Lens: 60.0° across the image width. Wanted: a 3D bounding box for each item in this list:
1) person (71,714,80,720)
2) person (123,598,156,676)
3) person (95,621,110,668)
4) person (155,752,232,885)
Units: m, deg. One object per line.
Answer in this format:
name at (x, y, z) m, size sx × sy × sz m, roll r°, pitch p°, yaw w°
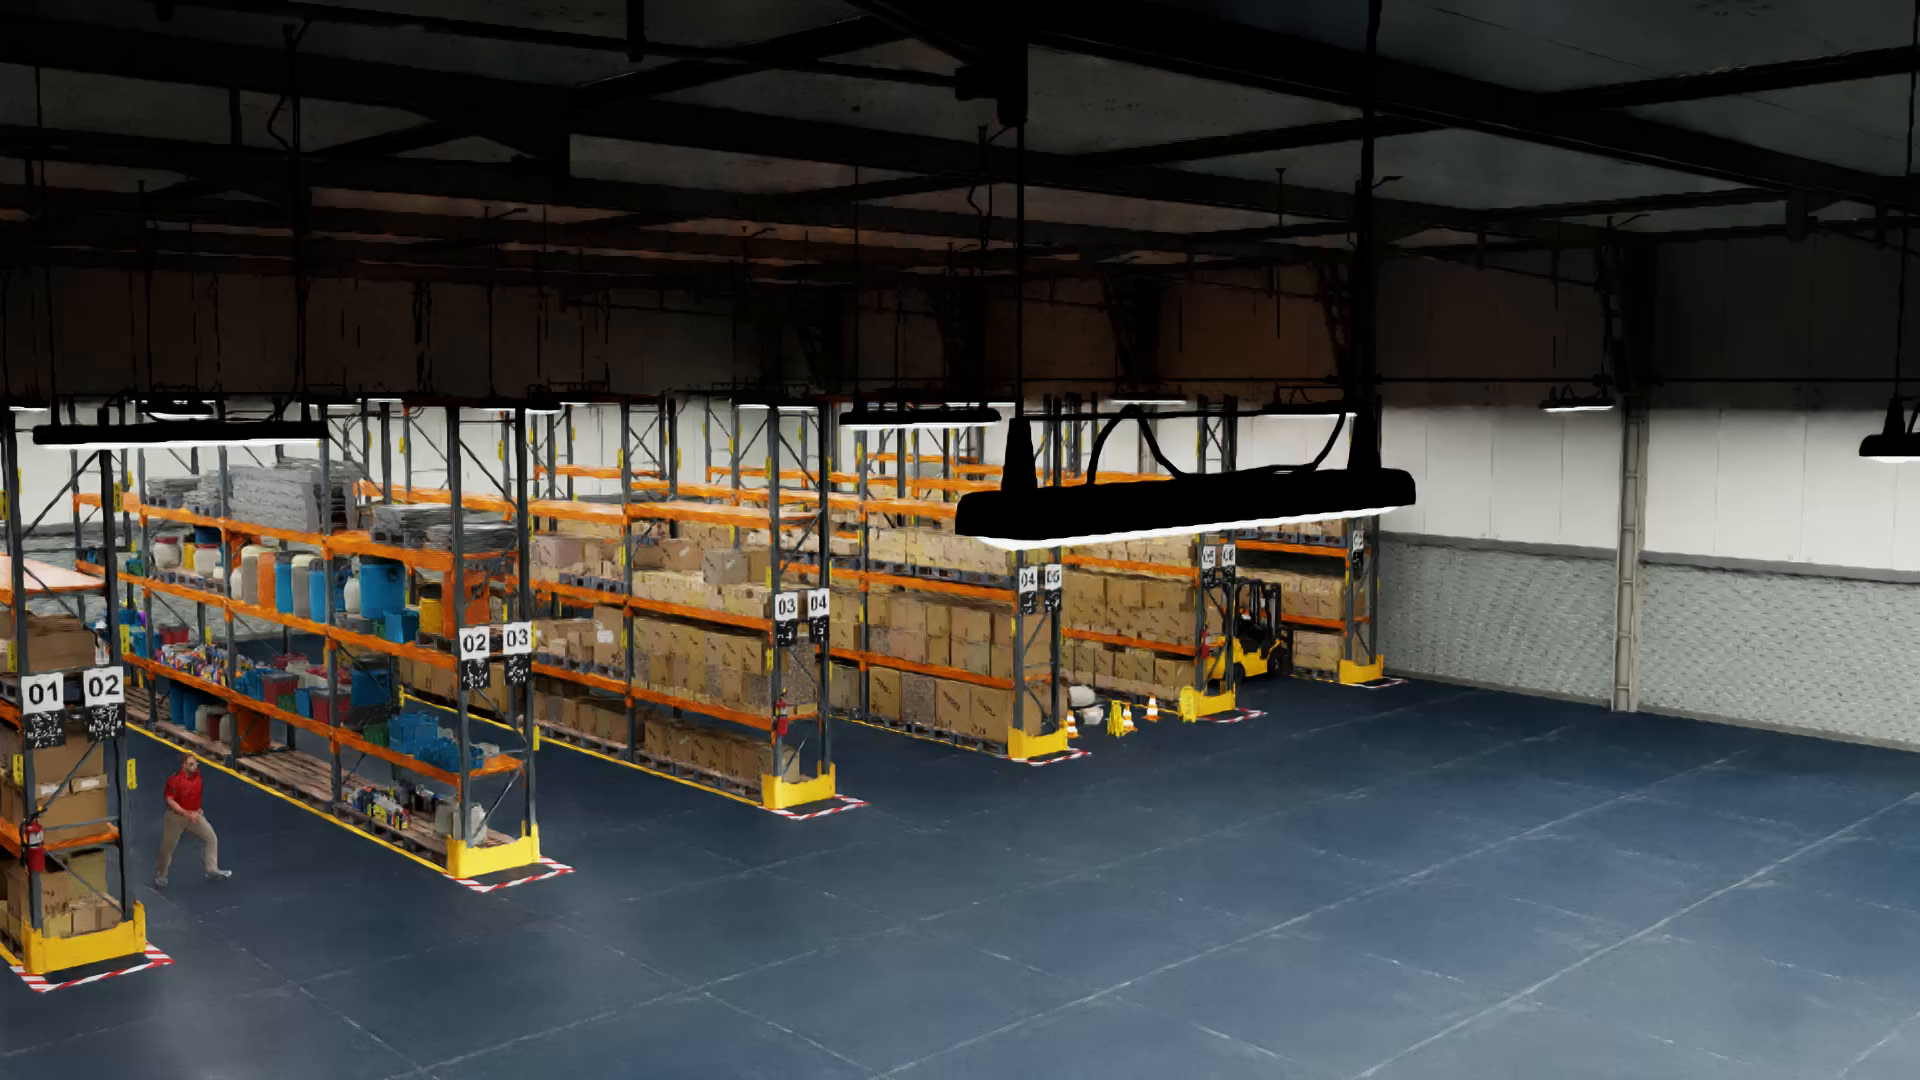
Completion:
person at (-14.302, 2.904, 26.695) m, size 0.552 × 1.681 × 0.433 m, roll 2°, pitch 6°, yaw 21°
person at (-17.378, 2.073, 35.129) m, size 0.593 × 1.762 × 0.612 m, roll 1°, pitch 6°, yaw 15°
person at (-16.365, 2.398, 31.812) m, size 0.607 × 1.741 × 0.972 m, roll -2°, pitch 6°, yaw -22°
person at (-9.726, 3.476, 20.902) m, size 0.814 × 1.665 × 0.700 m, roll 3°, pitch 6°, yaw 26°
